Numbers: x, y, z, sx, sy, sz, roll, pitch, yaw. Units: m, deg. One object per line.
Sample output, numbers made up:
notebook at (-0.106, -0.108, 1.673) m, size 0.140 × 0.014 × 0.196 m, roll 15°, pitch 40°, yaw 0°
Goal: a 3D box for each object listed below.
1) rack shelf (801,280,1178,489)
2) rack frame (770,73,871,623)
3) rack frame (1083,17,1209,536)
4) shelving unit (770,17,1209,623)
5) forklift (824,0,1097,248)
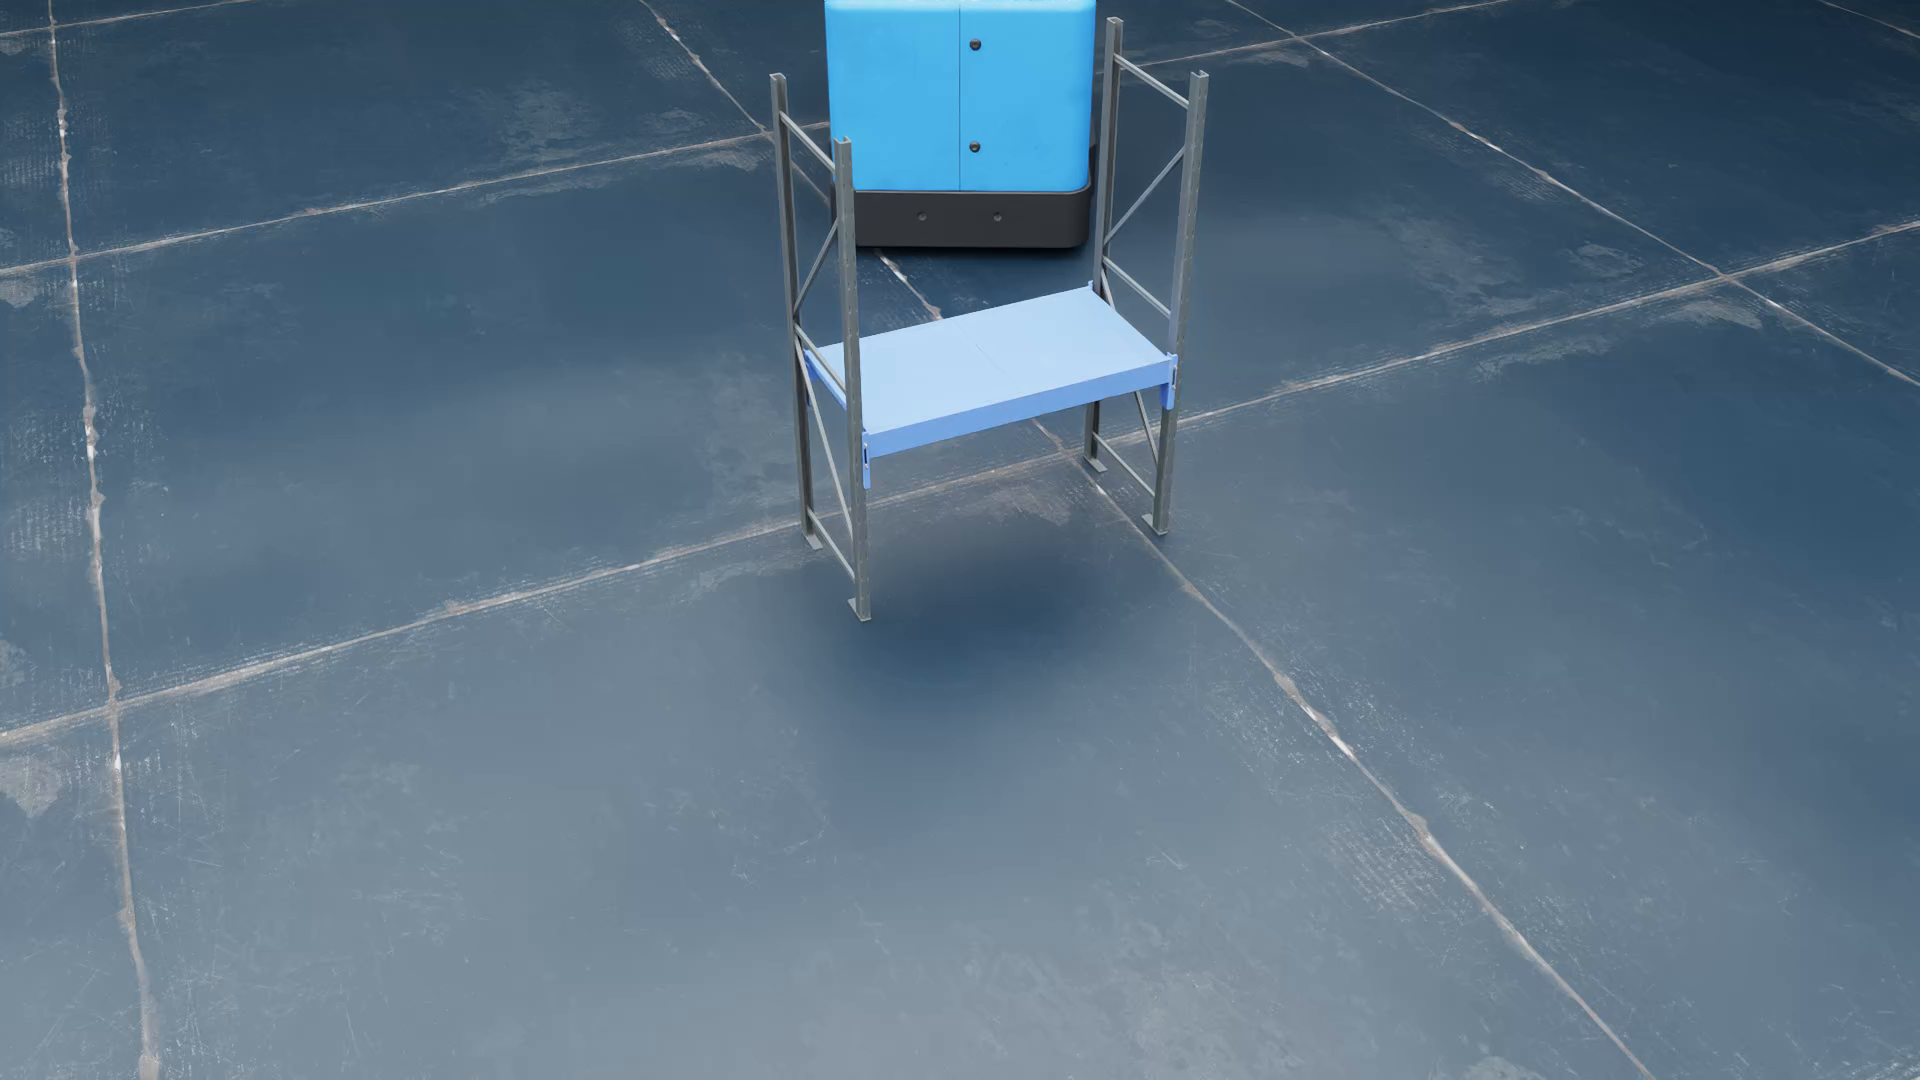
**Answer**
rack shelf at (0.077, -0.480, 4.939) m, size 1.000 × 0.185 × 0.538 m, roll -16°, pitch 39°, yaw -20°
rack frame at (-0.383, -0.495, 4.659) m, size 0.032 × 1.500 × 0.500 m, roll -16°, pitch 39°, yaw -20°
rack frame at (0.537, -0.753, 5.006) m, size 0.032 × 1.500 × 0.500 m, roll -16°, pitch 39°, yaw -20°
shelving unit at (0.077, -0.624, 4.832) m, size 1.048 × 1.500 × 0.538 m, roll -16°, pitch 39°, yaw -20°
forklift at (0.028, -3.206, 7.112) m, size 1.130 × 2.935 × 3.031 m, roll 1°, pitch 37°, yaw 1°
